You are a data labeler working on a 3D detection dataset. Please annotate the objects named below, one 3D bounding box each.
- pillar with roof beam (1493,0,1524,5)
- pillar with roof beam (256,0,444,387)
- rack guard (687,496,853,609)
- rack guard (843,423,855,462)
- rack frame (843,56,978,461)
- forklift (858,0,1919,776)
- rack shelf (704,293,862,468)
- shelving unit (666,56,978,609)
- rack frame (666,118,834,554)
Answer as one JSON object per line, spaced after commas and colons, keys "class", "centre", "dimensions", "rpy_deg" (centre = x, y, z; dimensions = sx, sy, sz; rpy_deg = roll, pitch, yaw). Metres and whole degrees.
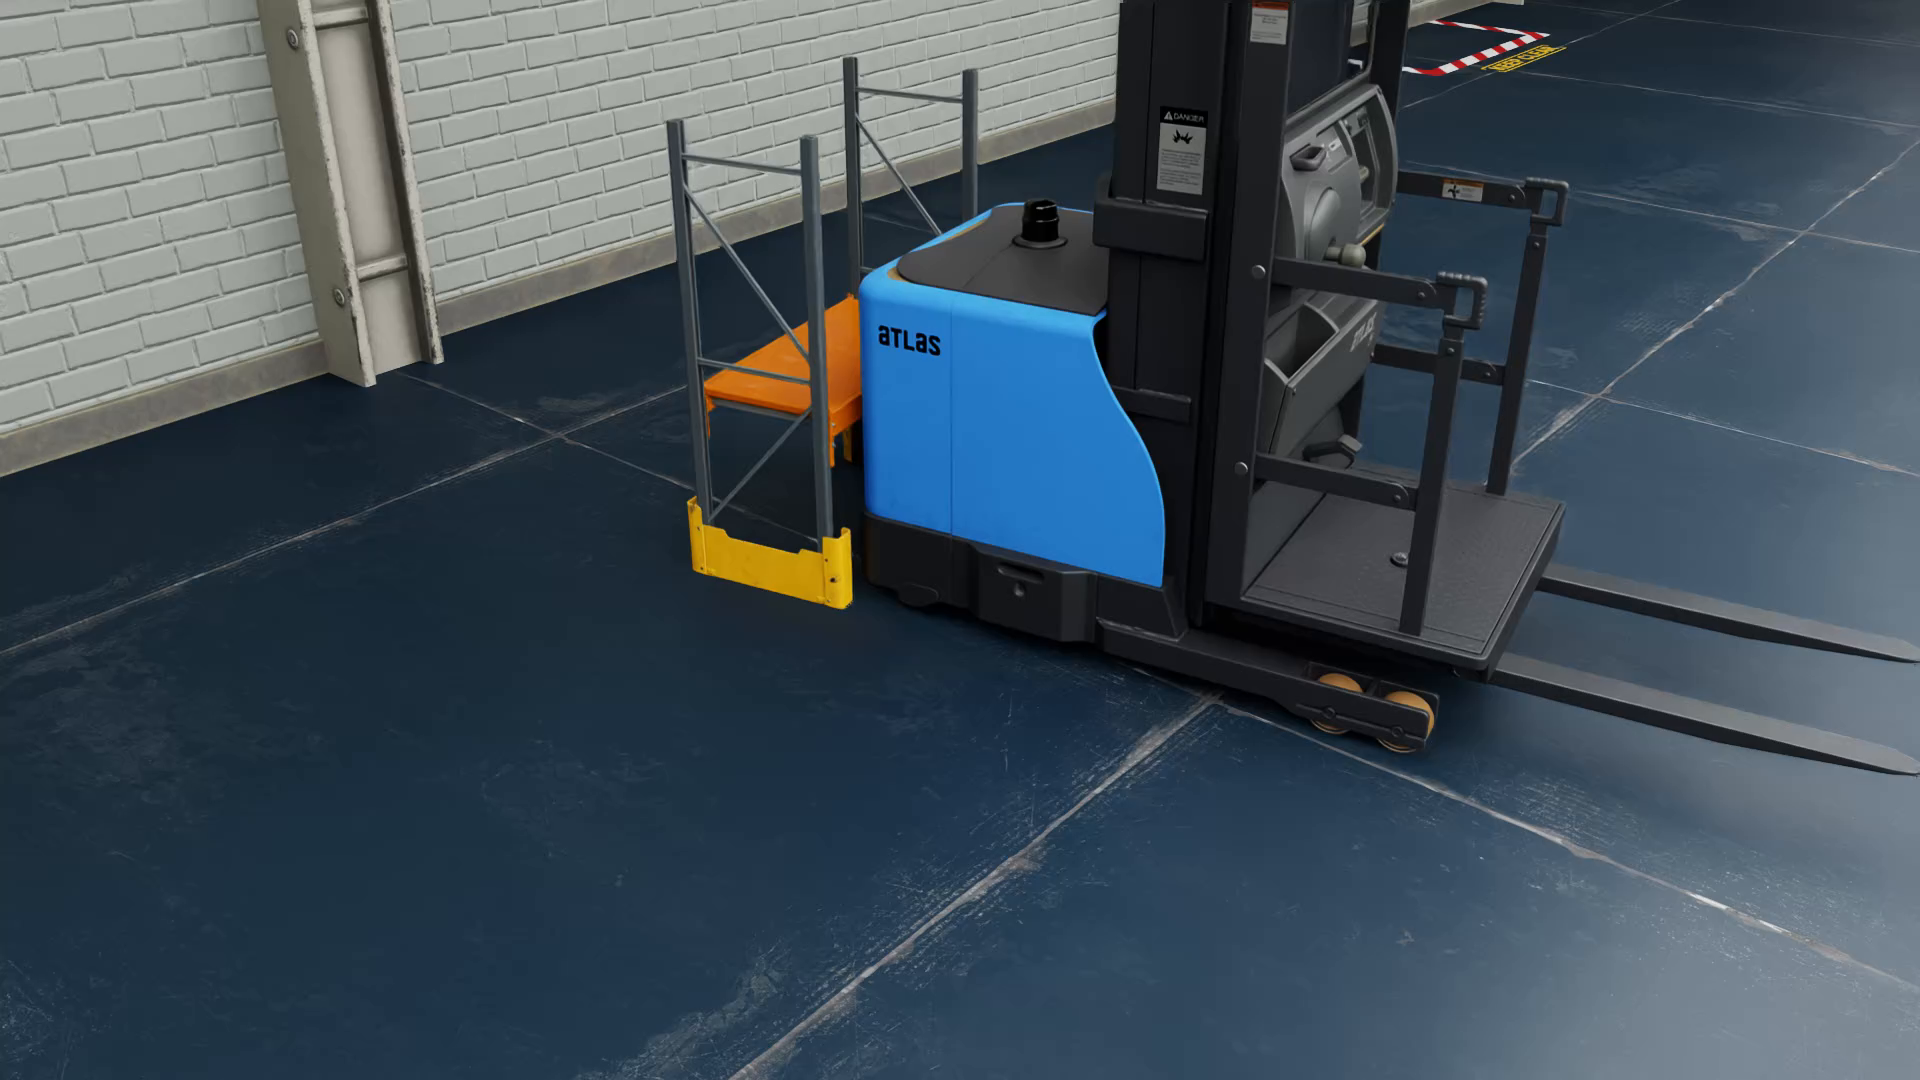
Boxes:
{"class": "pillar with roof beam", "centre": [8.463, -7.749, 10.936], "dimensions": [9.100, 9.000, 0.400], "rpy_deg": [21, 34, 34]}
{"class": "pillar with roof beam", "centre": [0.830, -3.495, 2.711], "dimensions": [9.100, 9.000, 0.400], "rpy_deg": [21, 34, 34]}
{"class": "rack guard", "centre": [-0.620, 0.034, 5.411], "dimensions": [0.587, 0.250, 0.087], "rpy_deg": [13, 30, 24]}
{"class": "rack guard", "centre": [-0.171, -0.374, 6.201], "dimensions": [0.587, 0.250, 0.087], "rpy_deg": [13, 30, 24]}
{"class": "rack frame", "centre": [-0.170, -0.930, 5.915], "dimensions": [0.500, 1.500, 0.032], "rpy_deg": [13, 30, 24]}
{"class": "forklift", "centre": [1.223, -0.991, 4.476], "dimensions": [3.031, 2.935, 1.130], "rpy_deg": [14, 31, 25]}
{"class": "rack shelf", "centre": [-0.399, -0.561, 5.594], "dimensions": [0.538, 0.185, 1.000], "rpy_deg": [13, 30, 24]}
{"class": "shelving unit", "centre": [-0.395, -0.725, 5.519], "dimensions": [0.587, 1.500, 1.083], "rpy_deg": [13, 30, 24]}
{"class": "rack frame", "centre": [-0.629, -0.513, 5.109], "dimensions": [0.500, 1.500, 0.032], "rpy_deg": [13, 30, 24]}
